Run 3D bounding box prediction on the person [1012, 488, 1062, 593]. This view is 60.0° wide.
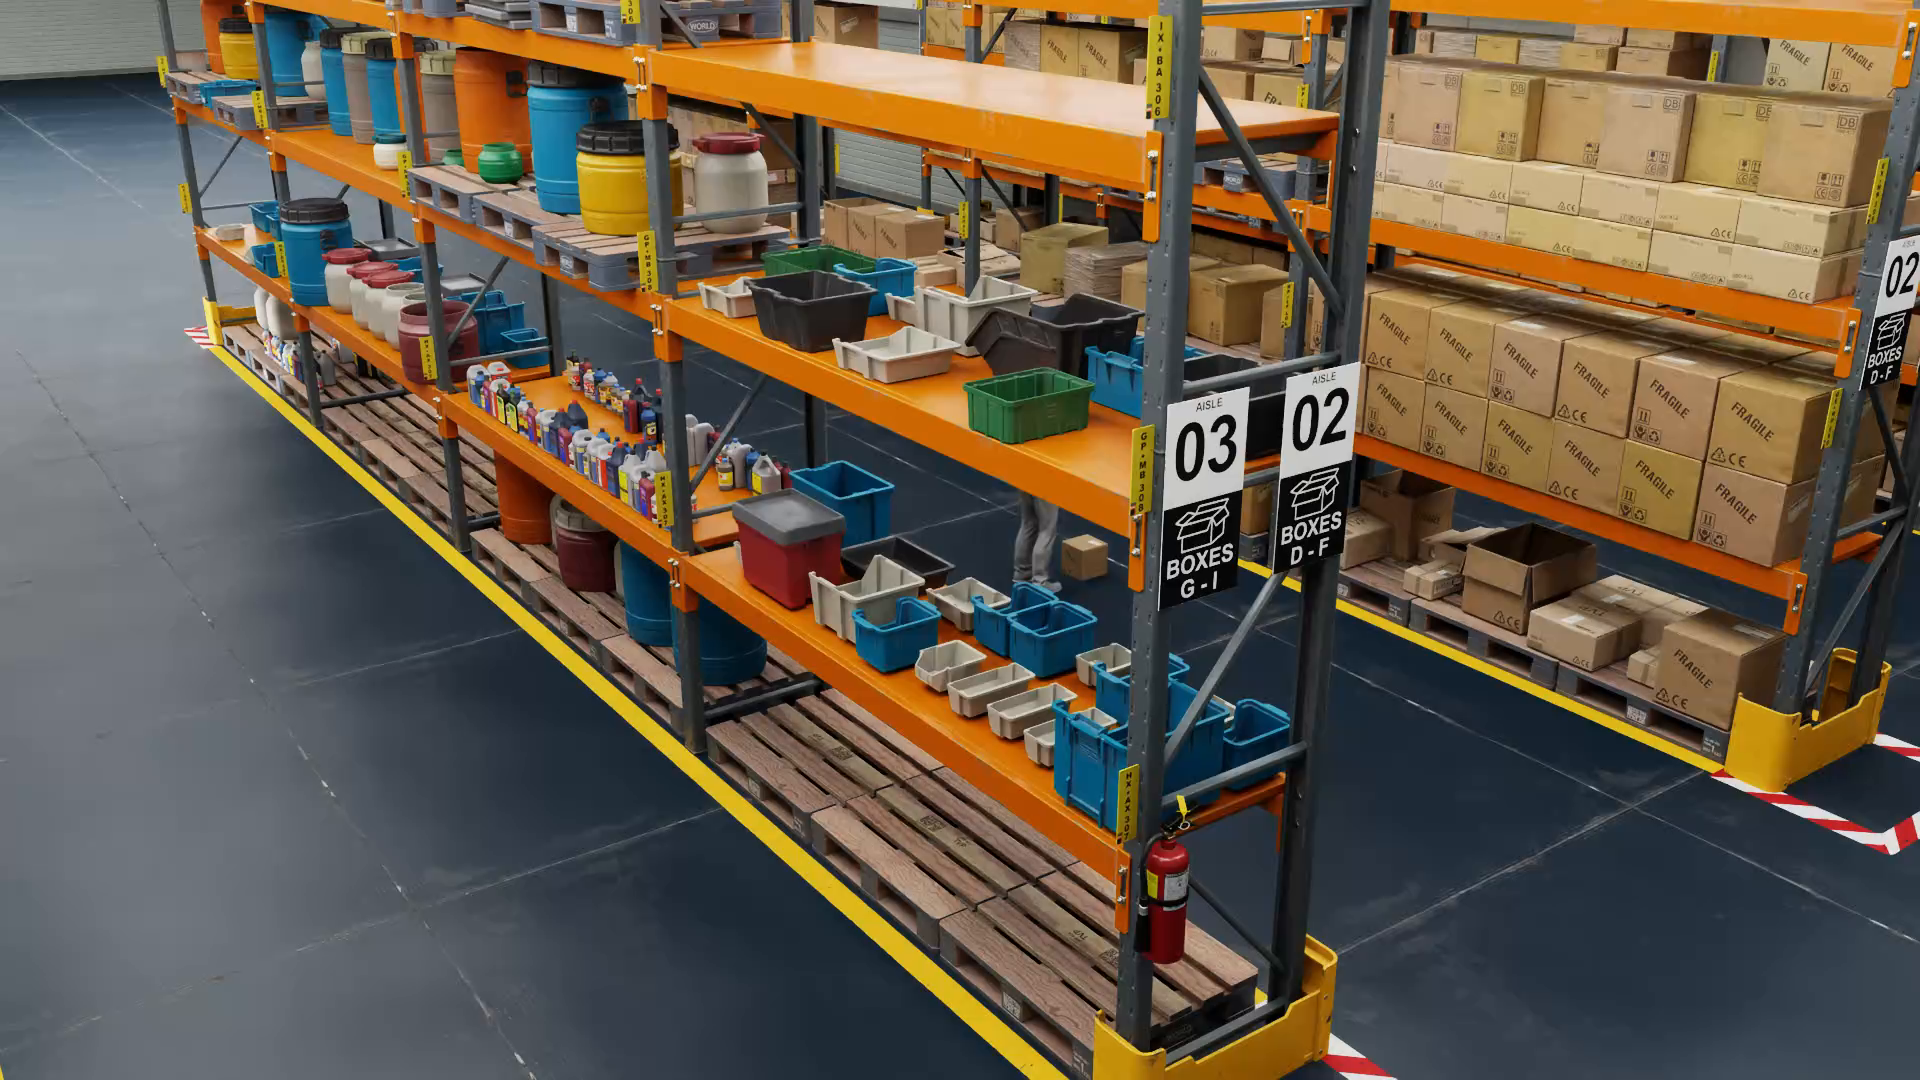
[{"bbox_3d":[0.567,-0.430,12.192,0.328,1.669,0.470,-14,26,-32],"label":"person"}]
